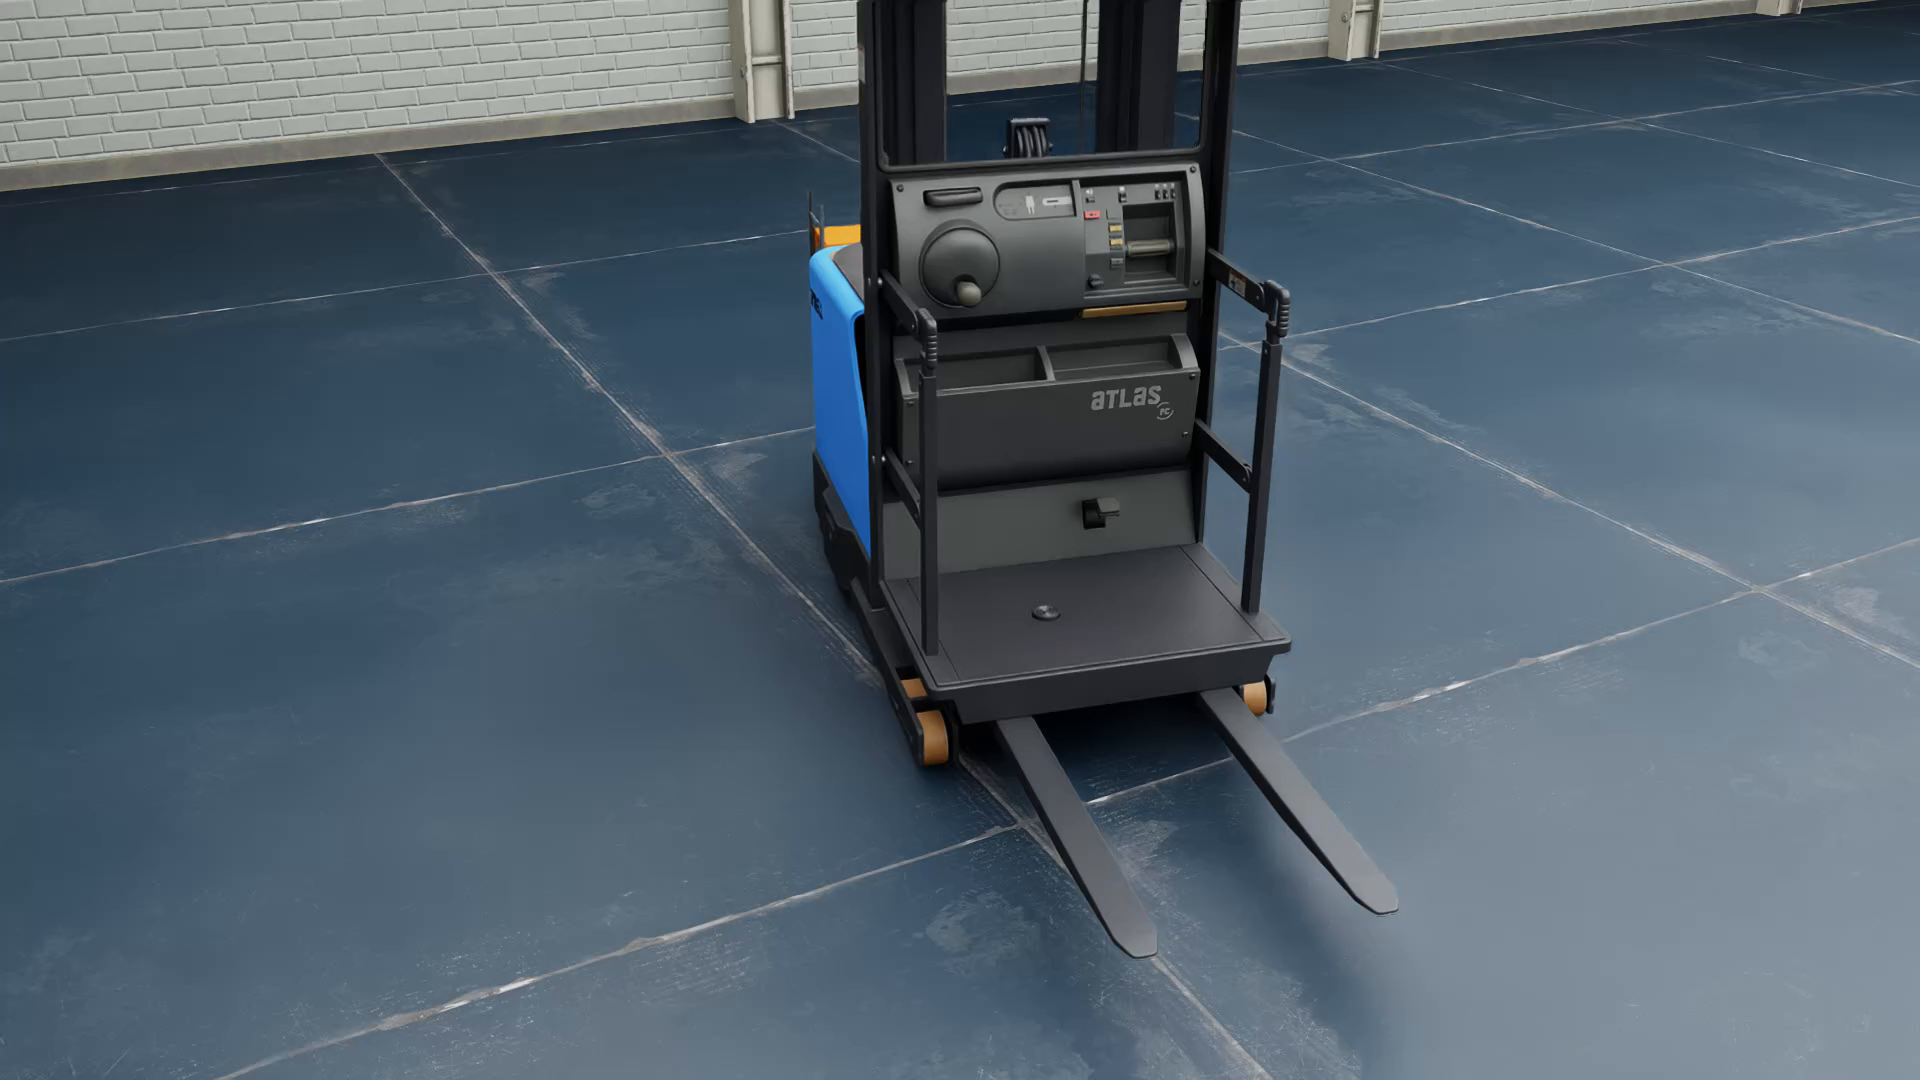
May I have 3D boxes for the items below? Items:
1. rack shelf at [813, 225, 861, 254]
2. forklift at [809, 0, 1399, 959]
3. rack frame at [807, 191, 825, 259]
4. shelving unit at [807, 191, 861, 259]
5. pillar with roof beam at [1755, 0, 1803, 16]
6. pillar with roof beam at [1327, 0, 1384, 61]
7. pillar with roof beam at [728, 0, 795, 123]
[{"bbox_3d":[-0.295,-1.090,6.227,0.480,0.148,0.258,-7,26,-14],"label":"rack shelf"},{"bbox_3d":[0.322,-0.845,4.623,1.130,2.935,3.031,-7,26,-14],"label":"forklift"},{"bbox_3d":[-0.530,-0.708,6.338,0.015,1.200,0.240,-7,26,-14],"label":"rack frame"},{"bbox_3d":[-0.295,-0.736,6.397,0.503,1.200,0.258,-7,26,-14],"label":"shelving unit"},{"bbox_3d":[11.053,-8.237,13.009,0.400,9.000,9.100,-13,29,-25],"label":"pillar with roof beam"},{"bbox_3d":[5.759,-7.015,10.464,0.400,9.000,9.100,-13,29,-25],"label":"pillar with roof beam"},{"bbox_3d":[0.464,-5.793,7.919,0.400,9.000,9.100,-13,29,-25],"label":"pillar with roof beam"}]
